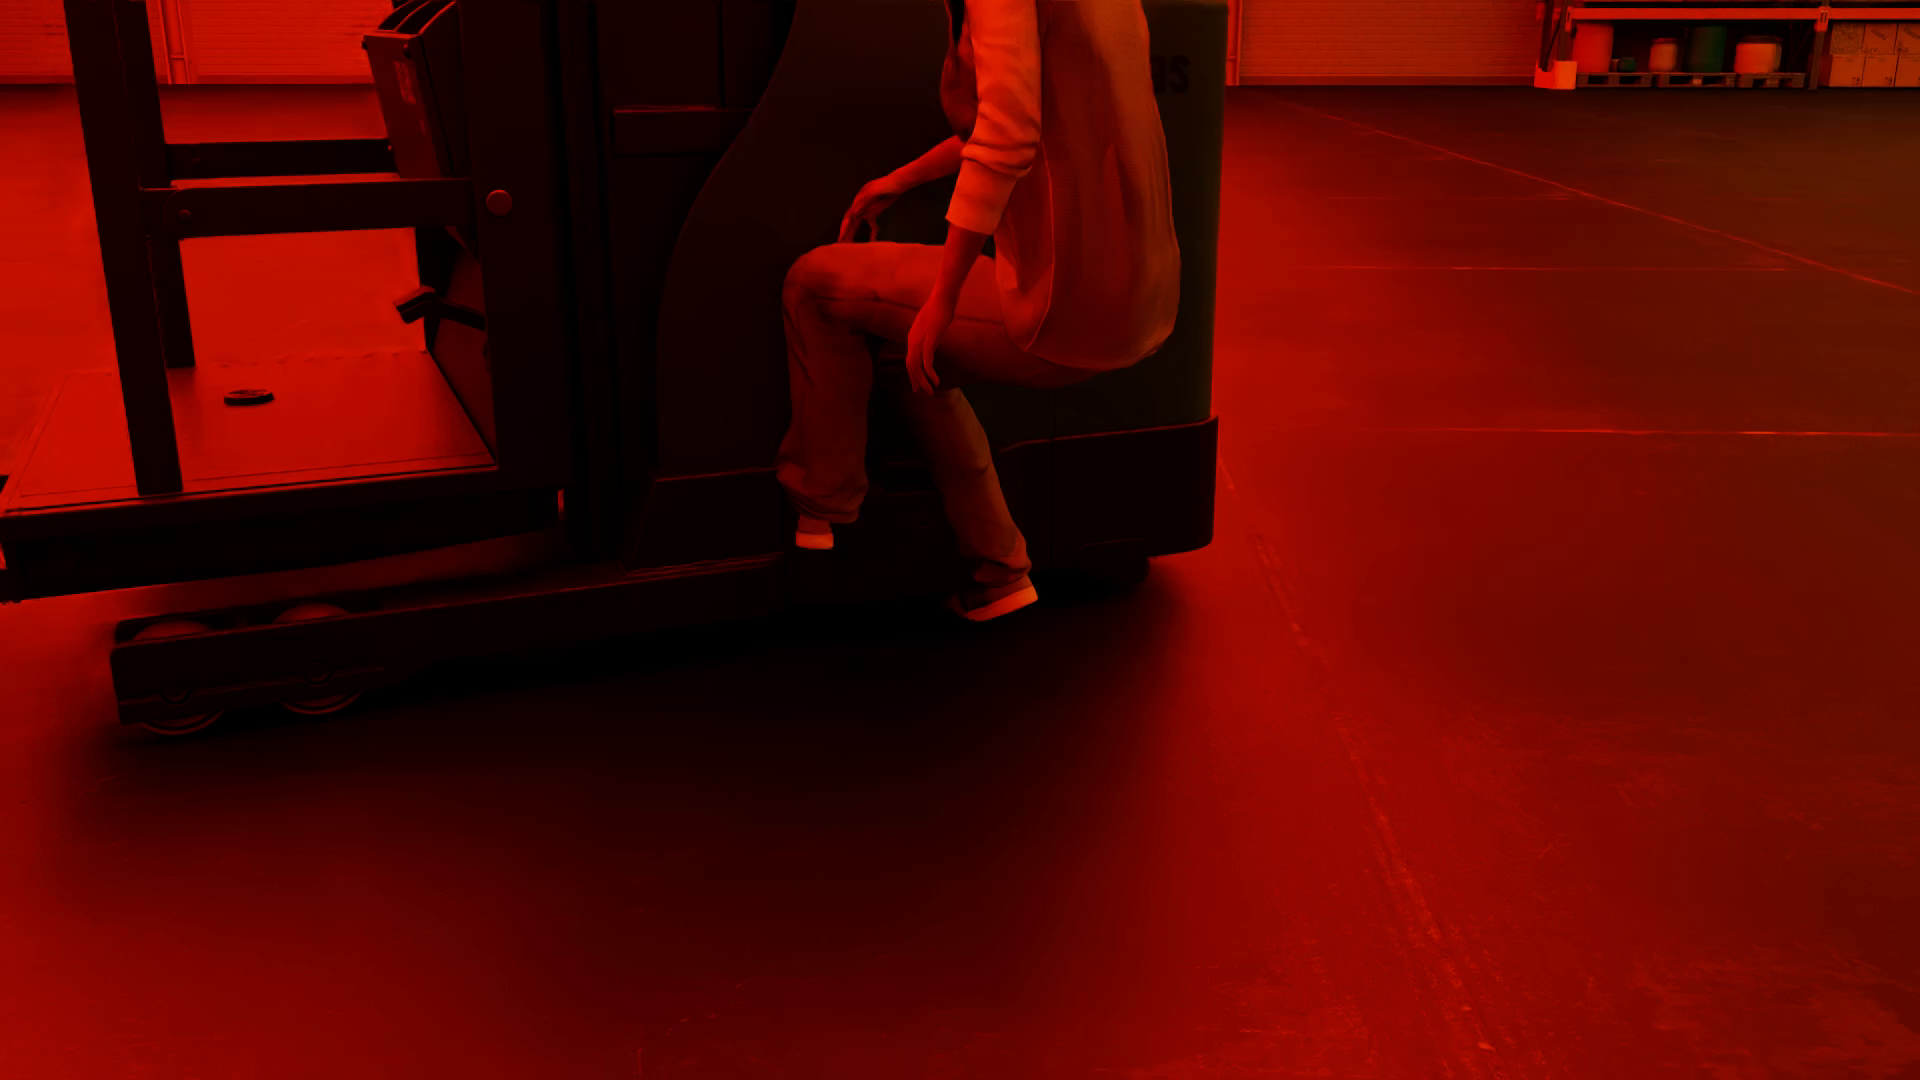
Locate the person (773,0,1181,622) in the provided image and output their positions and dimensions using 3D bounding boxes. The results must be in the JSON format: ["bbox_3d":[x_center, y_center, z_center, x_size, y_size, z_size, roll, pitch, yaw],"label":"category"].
[{"bbox_3d":[-0.067,-0.410,2.538,0.805,1.385,0.667,7,19,23],"label":"person"}]

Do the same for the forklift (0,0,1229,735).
[{"bbox_3d":[-1.090,-1.290,2.584,3.031,2.935,1.130,-7,19,-22],"label":"forklift"}]
